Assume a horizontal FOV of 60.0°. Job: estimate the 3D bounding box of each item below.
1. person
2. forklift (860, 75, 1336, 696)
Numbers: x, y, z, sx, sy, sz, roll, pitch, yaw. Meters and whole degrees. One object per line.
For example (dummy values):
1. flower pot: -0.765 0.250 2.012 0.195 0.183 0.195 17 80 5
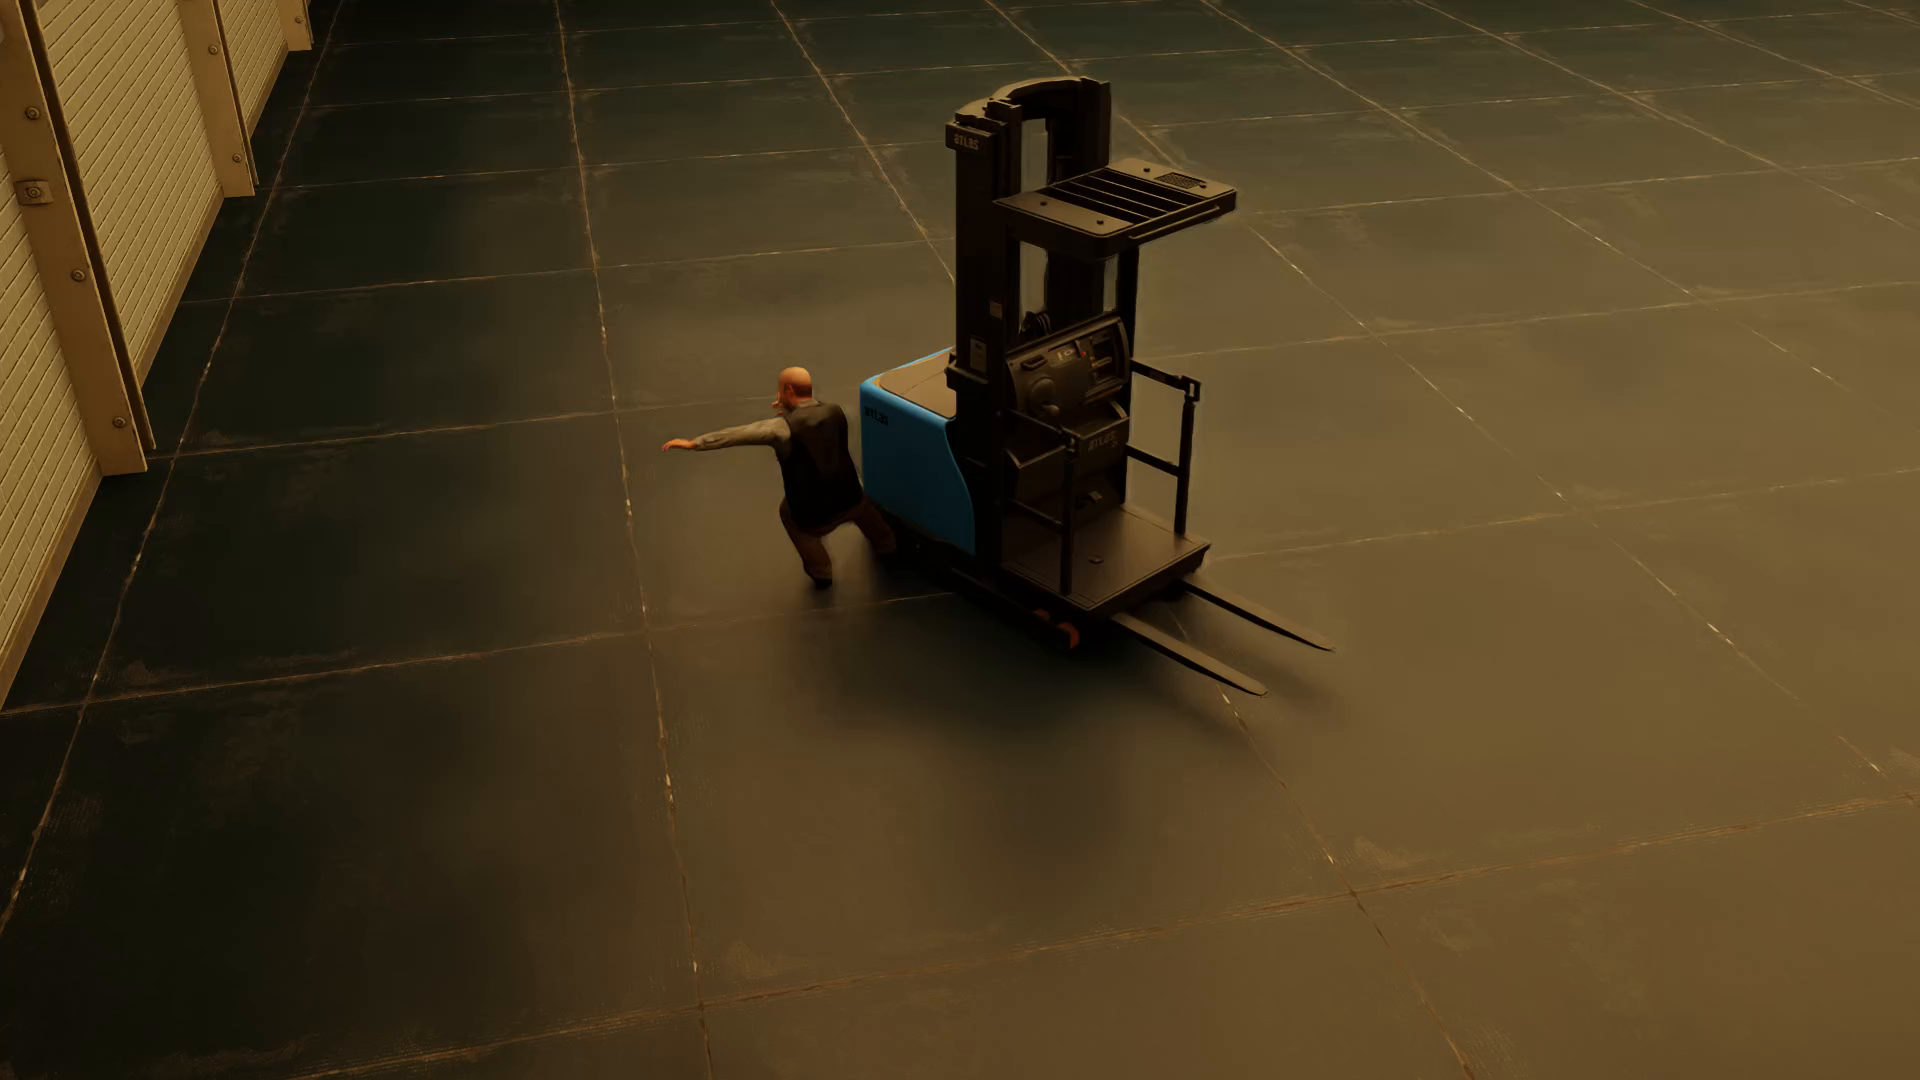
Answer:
1. person: -0.931 -0.333 9.642 1.577 1.438 0.793 -21 36 -32
2. forklift: 0.760 -0.928 9.178 1.130 2.935 3.031 -26 39 -37
